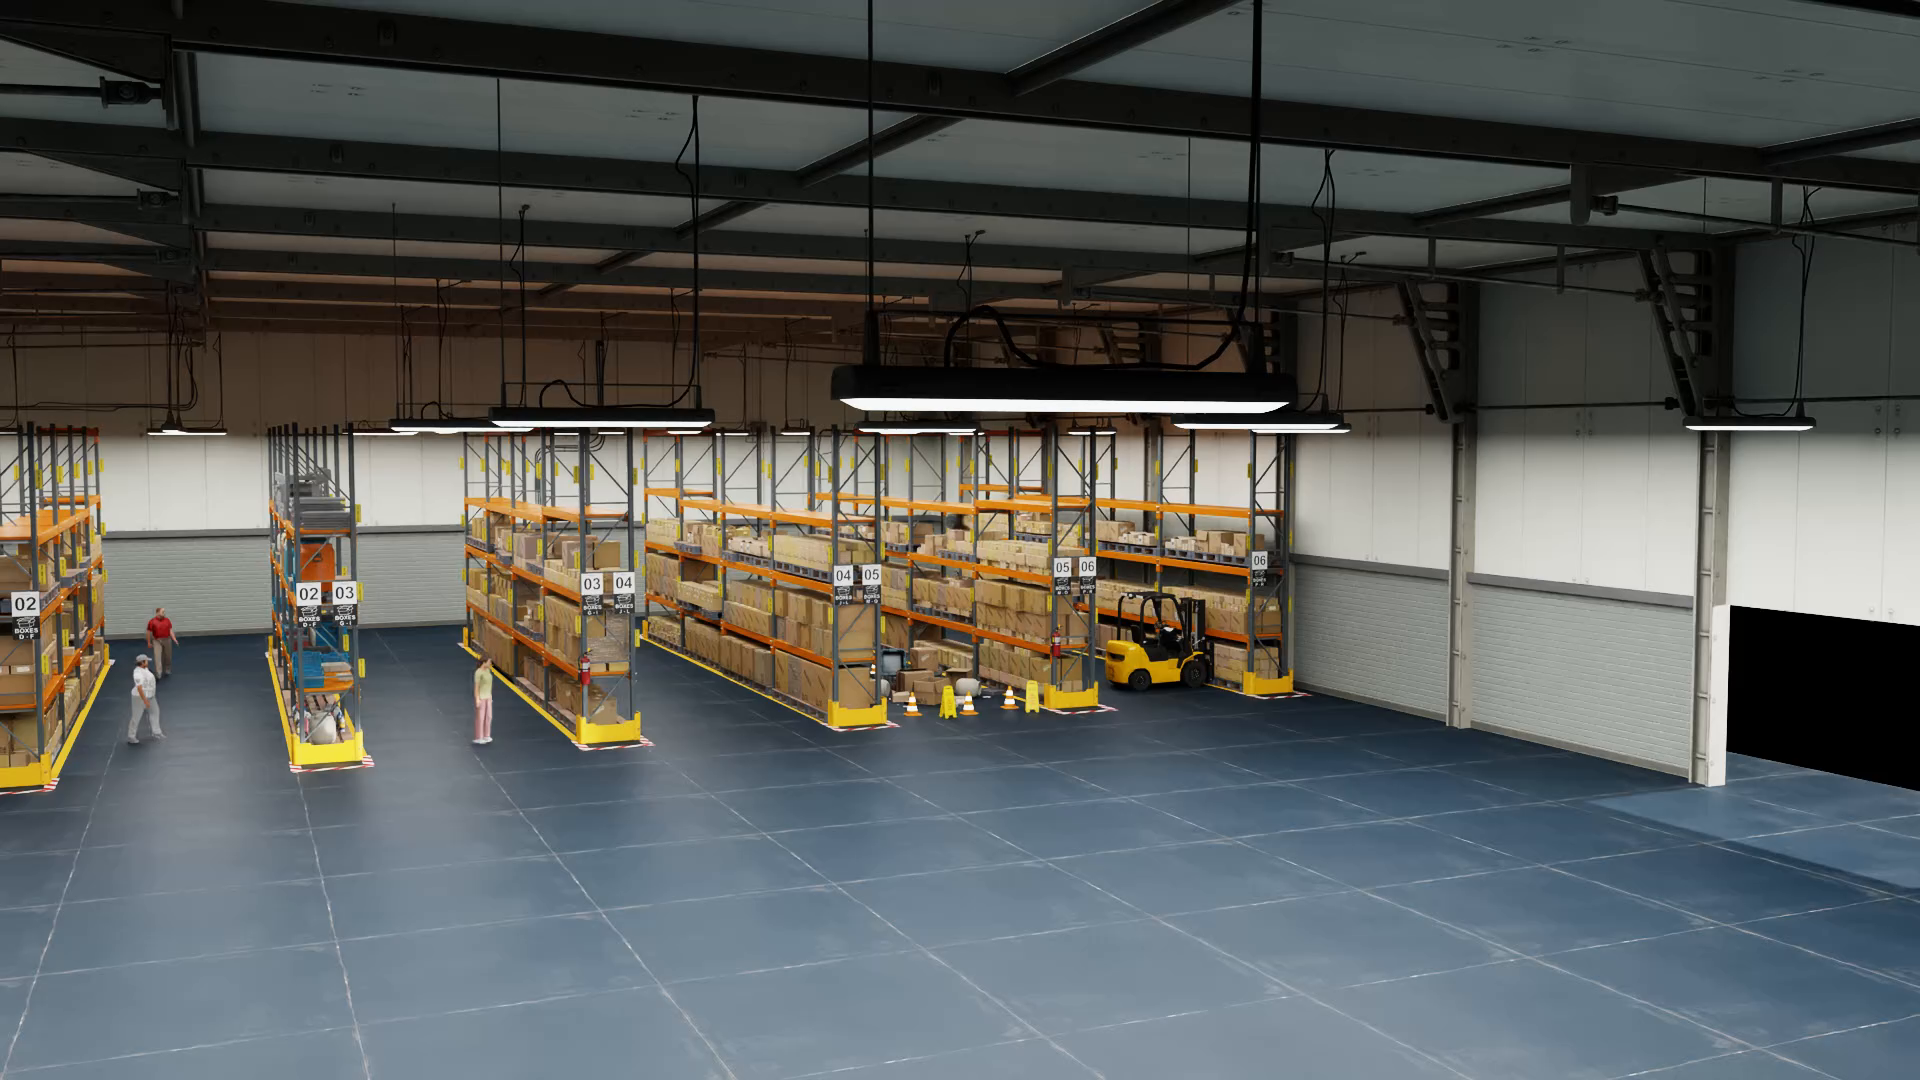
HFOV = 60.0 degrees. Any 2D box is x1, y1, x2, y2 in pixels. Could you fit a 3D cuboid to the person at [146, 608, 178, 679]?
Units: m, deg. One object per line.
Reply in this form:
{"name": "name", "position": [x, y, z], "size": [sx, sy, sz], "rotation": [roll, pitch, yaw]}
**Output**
{"name": "person", "position": [-19.070, 2.450, 39.758], "size": [0.677, 1.678, 1.034], "rotation": [-2, 4, -26]}

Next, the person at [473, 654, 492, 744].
{"name": "person", "position": [-8.974, 2.981, 31.264], "size": [0.360, 1.683, 0.486], "rotation": [1, 4, 17]}

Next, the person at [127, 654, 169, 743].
{"name": "person", "position": [-15.399, 2.989, 31.441], "size": [0.528, 1.687, 0.683], "rotation": [0, 3, 4]}
